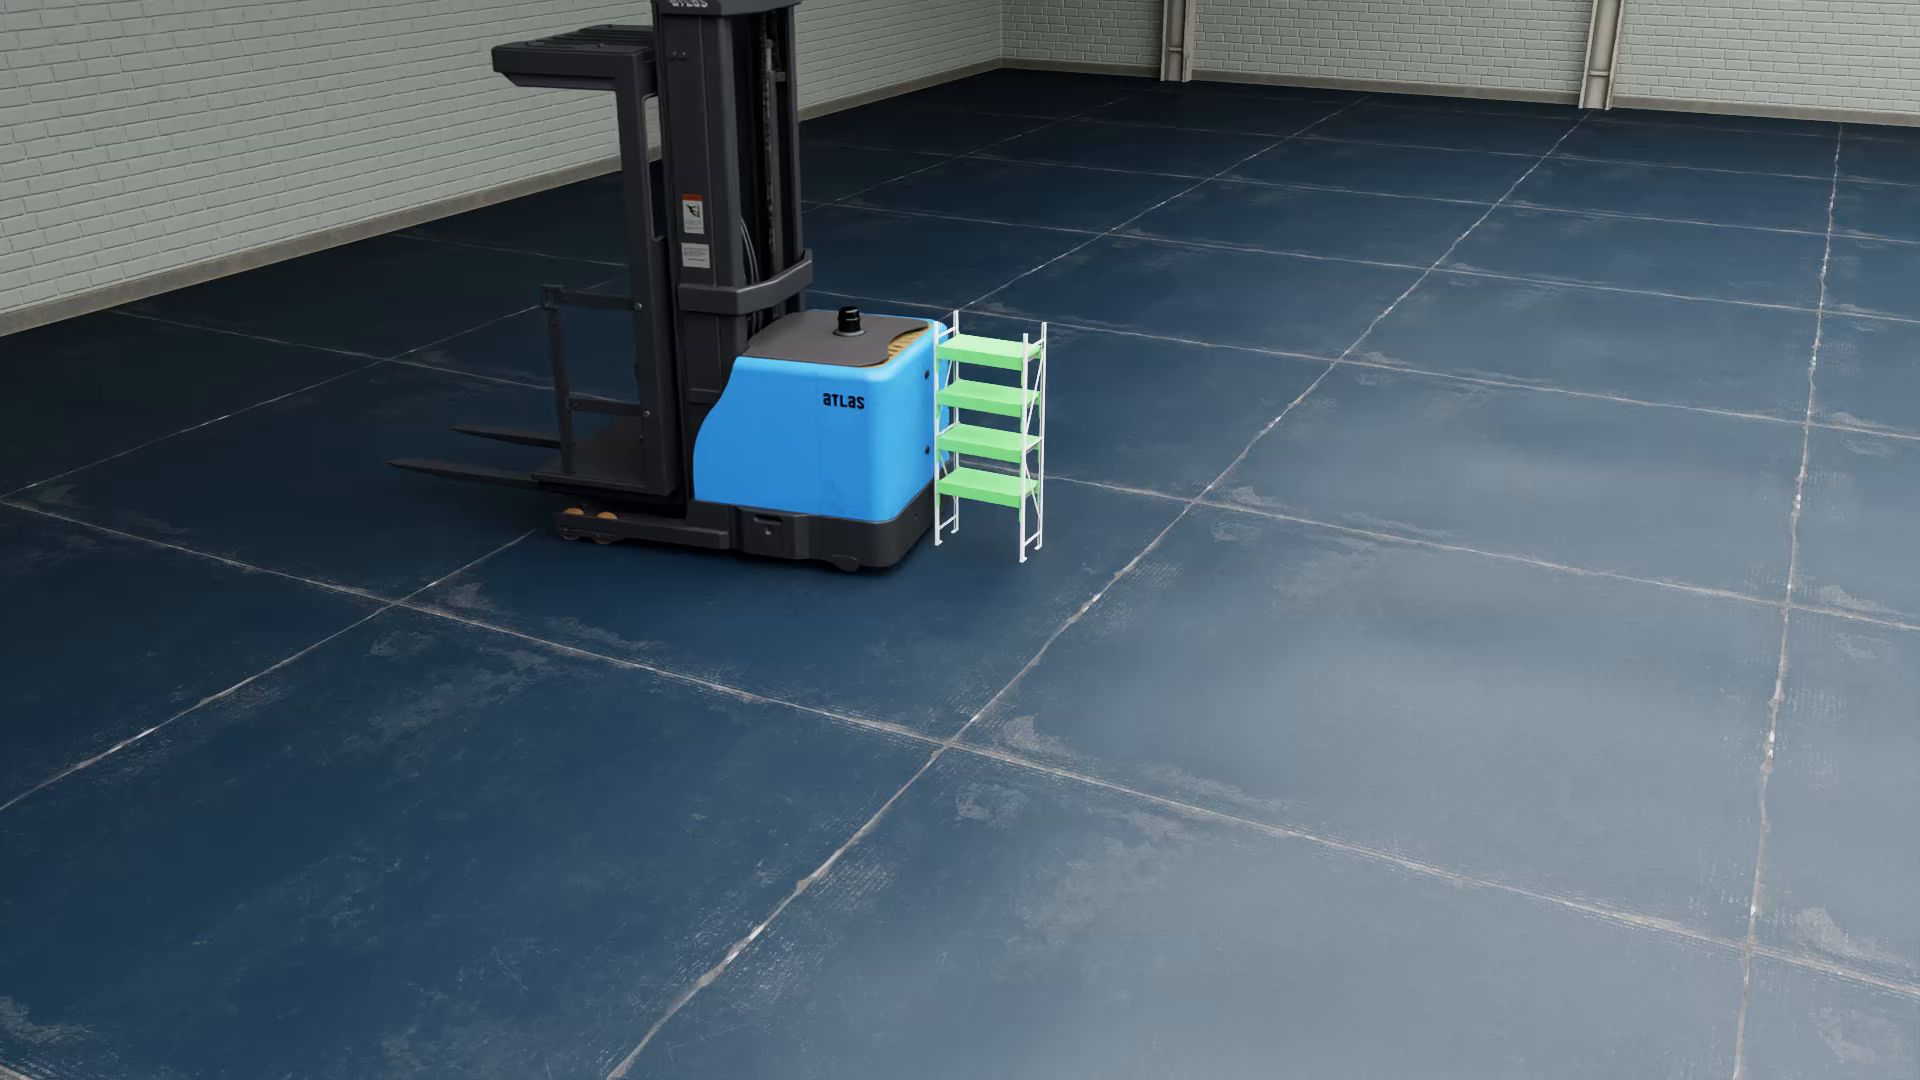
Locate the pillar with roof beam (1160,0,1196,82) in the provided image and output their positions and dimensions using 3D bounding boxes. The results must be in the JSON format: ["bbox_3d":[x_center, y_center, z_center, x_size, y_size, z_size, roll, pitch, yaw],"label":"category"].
[{"bbox_3d":[1.310,-9.562,19.735,0.400,9.000,9.100,11,25,25],"label":"pillar with roof beam"}]

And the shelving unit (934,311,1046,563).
[{"bbox_3d":[0.148,-0.523,8.446,0.503,1.200,0.258,11,25,25],"label":"shelving unit"}]

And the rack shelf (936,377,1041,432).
[{"bbox_3d":[0.148,-0.685,8.378,0.480,0.148,0.258,11,25,25],"label":"rack shelf"}]

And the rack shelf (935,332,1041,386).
[{"bbox_3d":[0.148,-0.906,8.284,0.480,0.148,0.258,11,25,25],"label":"rack shelf"}]

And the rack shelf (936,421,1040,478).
[{"bbox_3d":[0.148,-0.464,8.471,0.480,0.148,0.258,11,25,25],"label":"rack shelf"}]

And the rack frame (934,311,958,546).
[{"bbox_3d":[-0.070,-0.566,8.548,0.015,1.200,0.240,11,25,25],"label":"rack frame"}]

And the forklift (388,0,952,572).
[{"bbox_3d":[-1.620,-1.512,8.561,3.031,2.935,1.130,7,24,16],"label":"forklift"}]

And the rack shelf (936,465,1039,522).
[{"bbox_3d":[0.148,-0.243,8.565,0.480,0.148,0.258,11,25,25],"label":"rack shelf"}]

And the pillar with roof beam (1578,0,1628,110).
[{"bbox_3d":[6.664,-8.502,17.243,0.400,9.000,9.100,11,25,25],"label":"pillar with roof beam"}]

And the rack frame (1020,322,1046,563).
[{"bbox_3d":[0.365,-0.480,8.345,0.015,1.200,0.240,11,25,25],"label":"rack frame"}]
